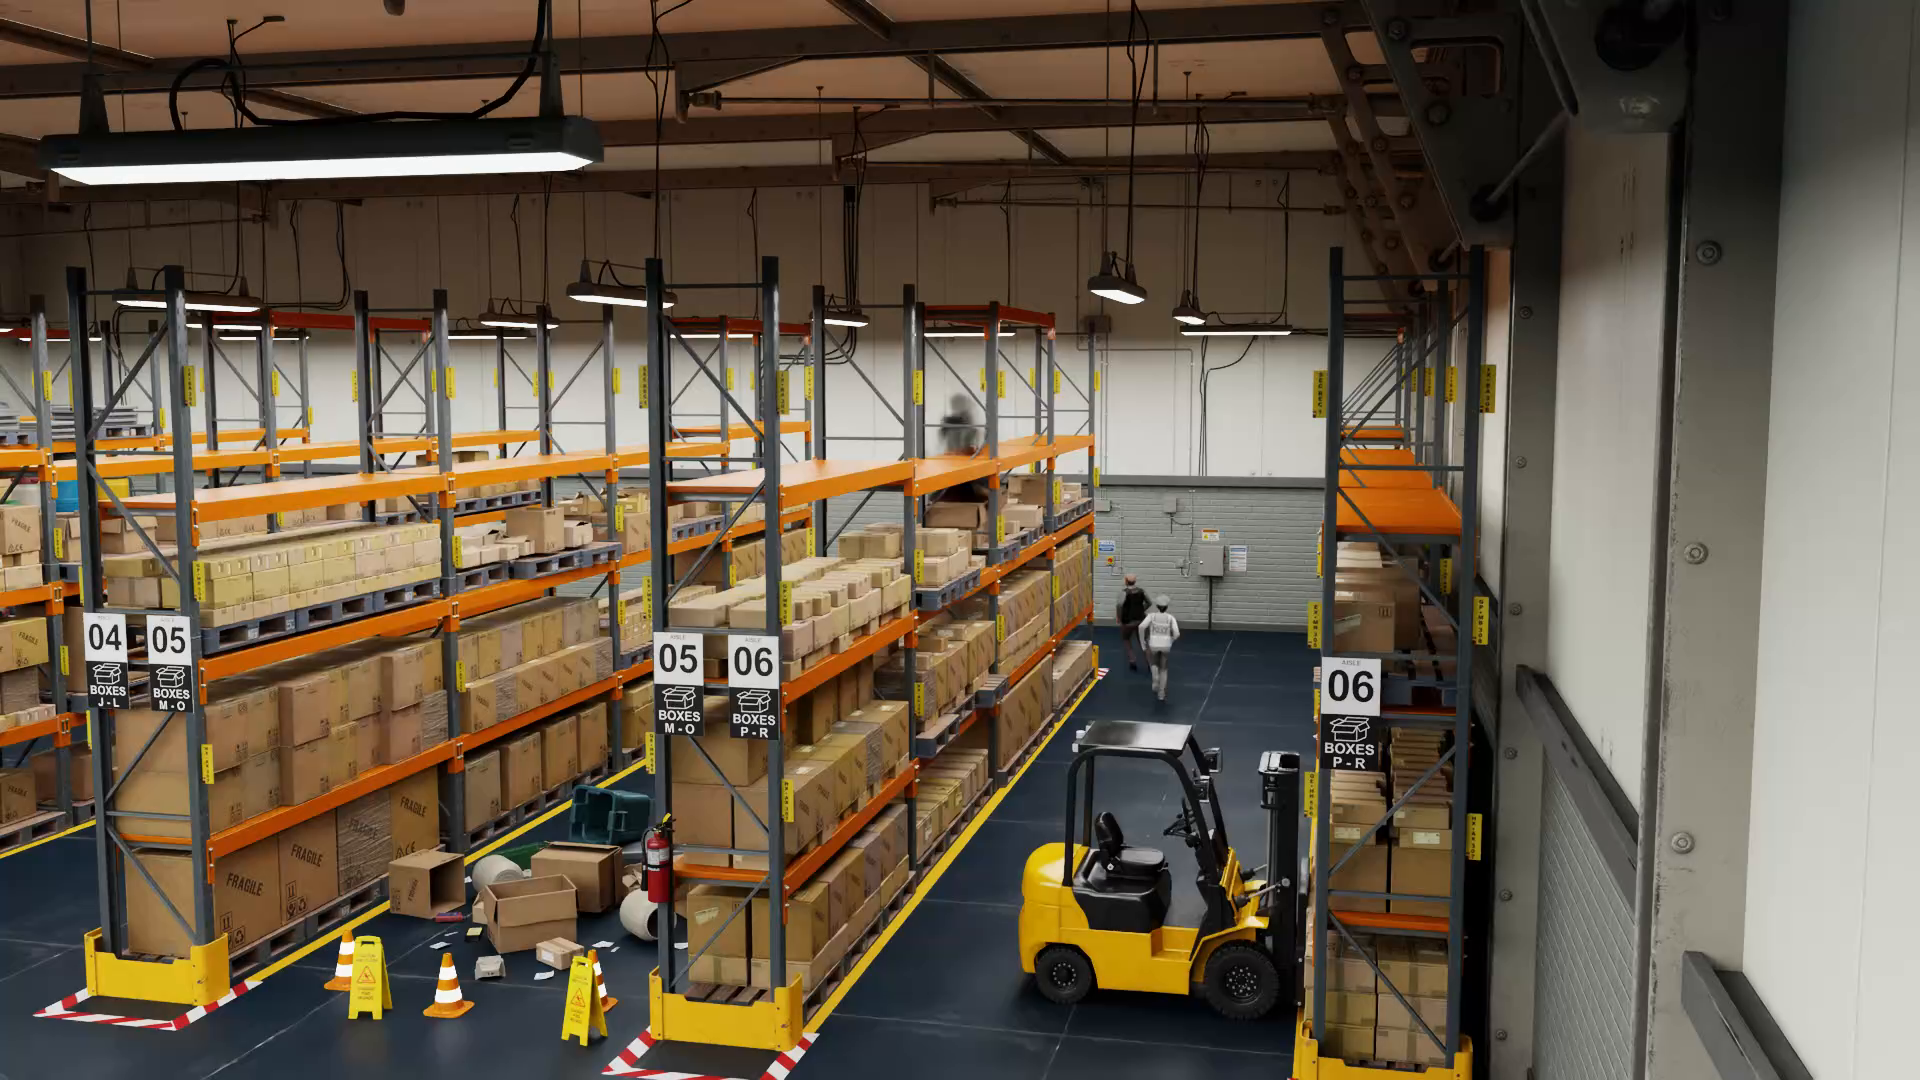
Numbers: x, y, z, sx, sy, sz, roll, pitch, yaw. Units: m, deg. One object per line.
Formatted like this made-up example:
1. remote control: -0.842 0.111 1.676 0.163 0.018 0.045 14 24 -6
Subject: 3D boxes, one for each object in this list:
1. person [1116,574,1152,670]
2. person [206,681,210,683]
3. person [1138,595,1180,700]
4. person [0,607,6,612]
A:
1. person: 2.966 1.444 28.588 0.727 1.742 0.697 -1 6 -14
2. person: -8.204 2.422 18.489 0.657 1.780 0.751 1 6 10
3. person: 3.147 1.695 26.293 0.642 1.660 0.601 1 6 10
4. person: -15.834 1.554 27.028 0.663 1.757 0.782 1 6 7
